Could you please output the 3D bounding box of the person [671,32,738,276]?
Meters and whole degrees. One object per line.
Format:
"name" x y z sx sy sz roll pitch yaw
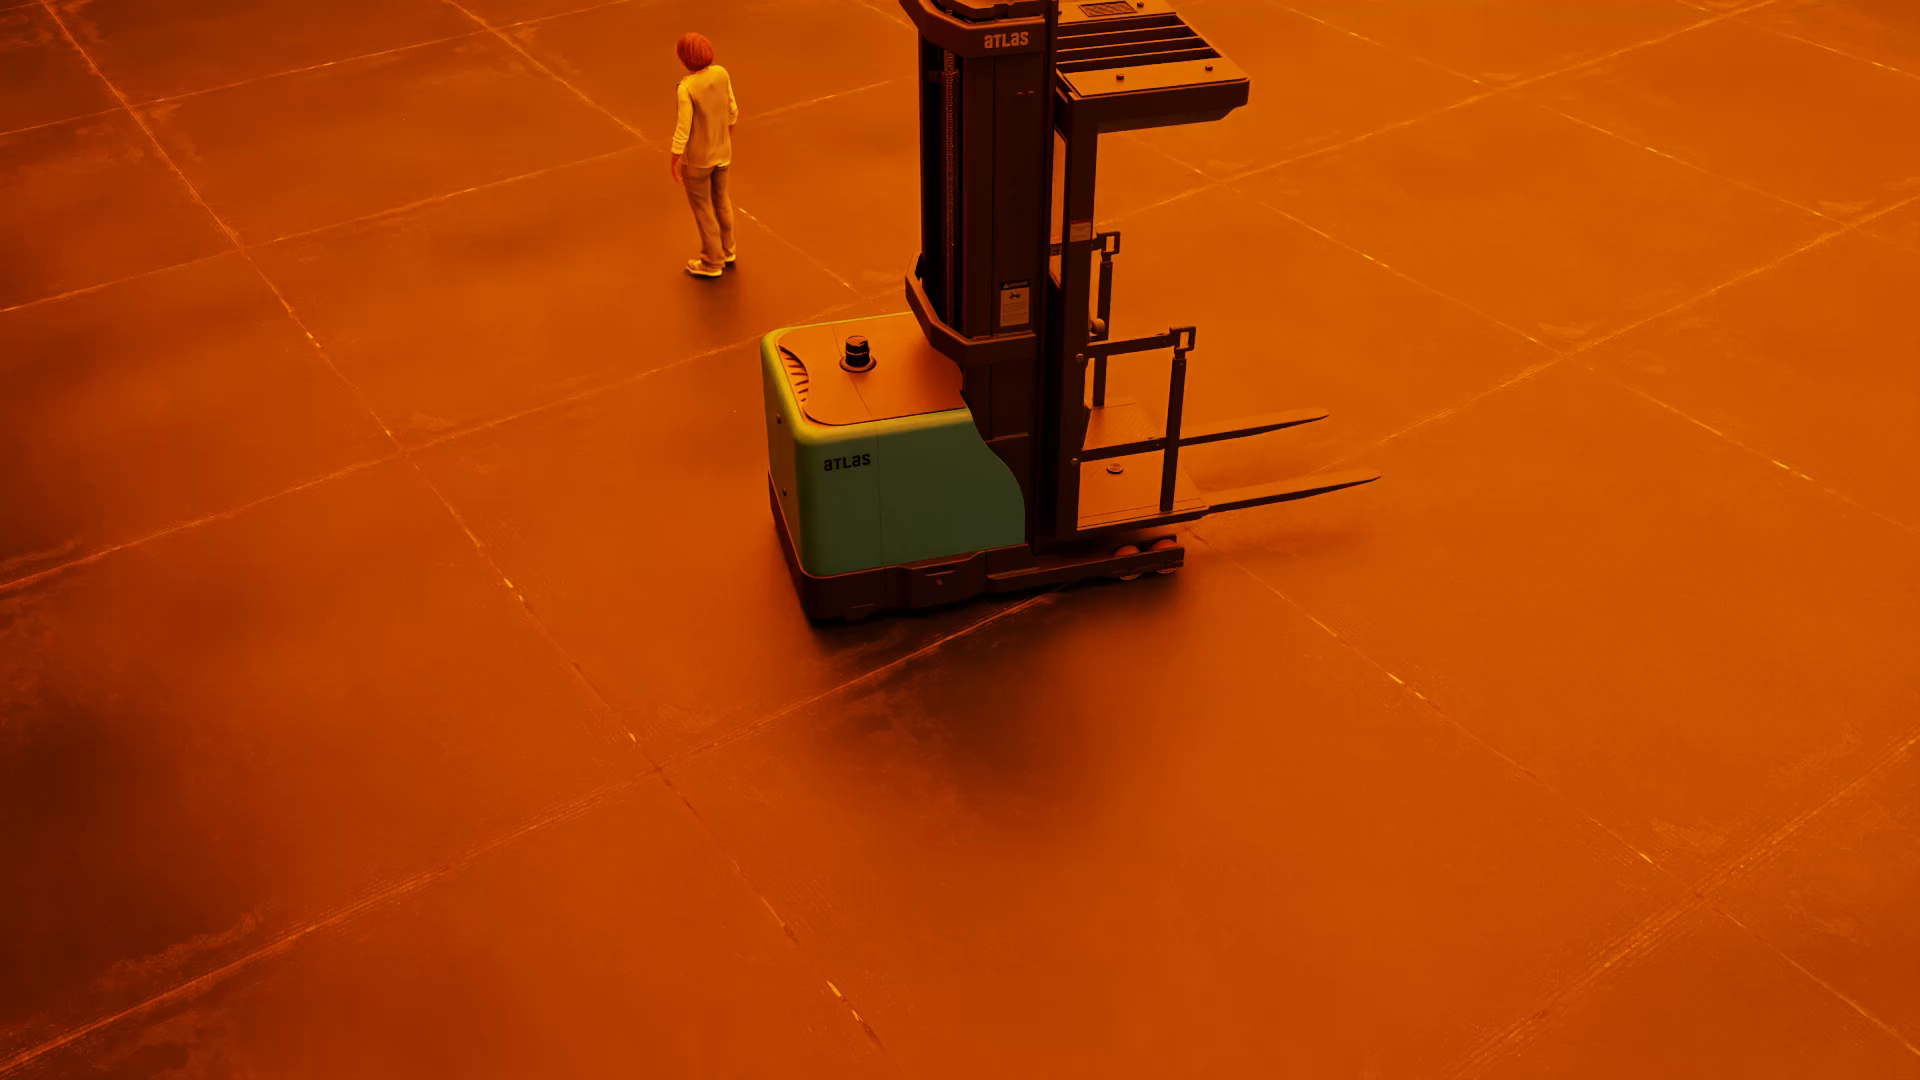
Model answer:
"person" -1.620 -2.383 10.283 0.461 1.603 0.509 27 44 32

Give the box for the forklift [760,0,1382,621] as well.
"forklift" 0.606 -1.278 7.673 3.031 2.935 1.130 -9 37 -12
